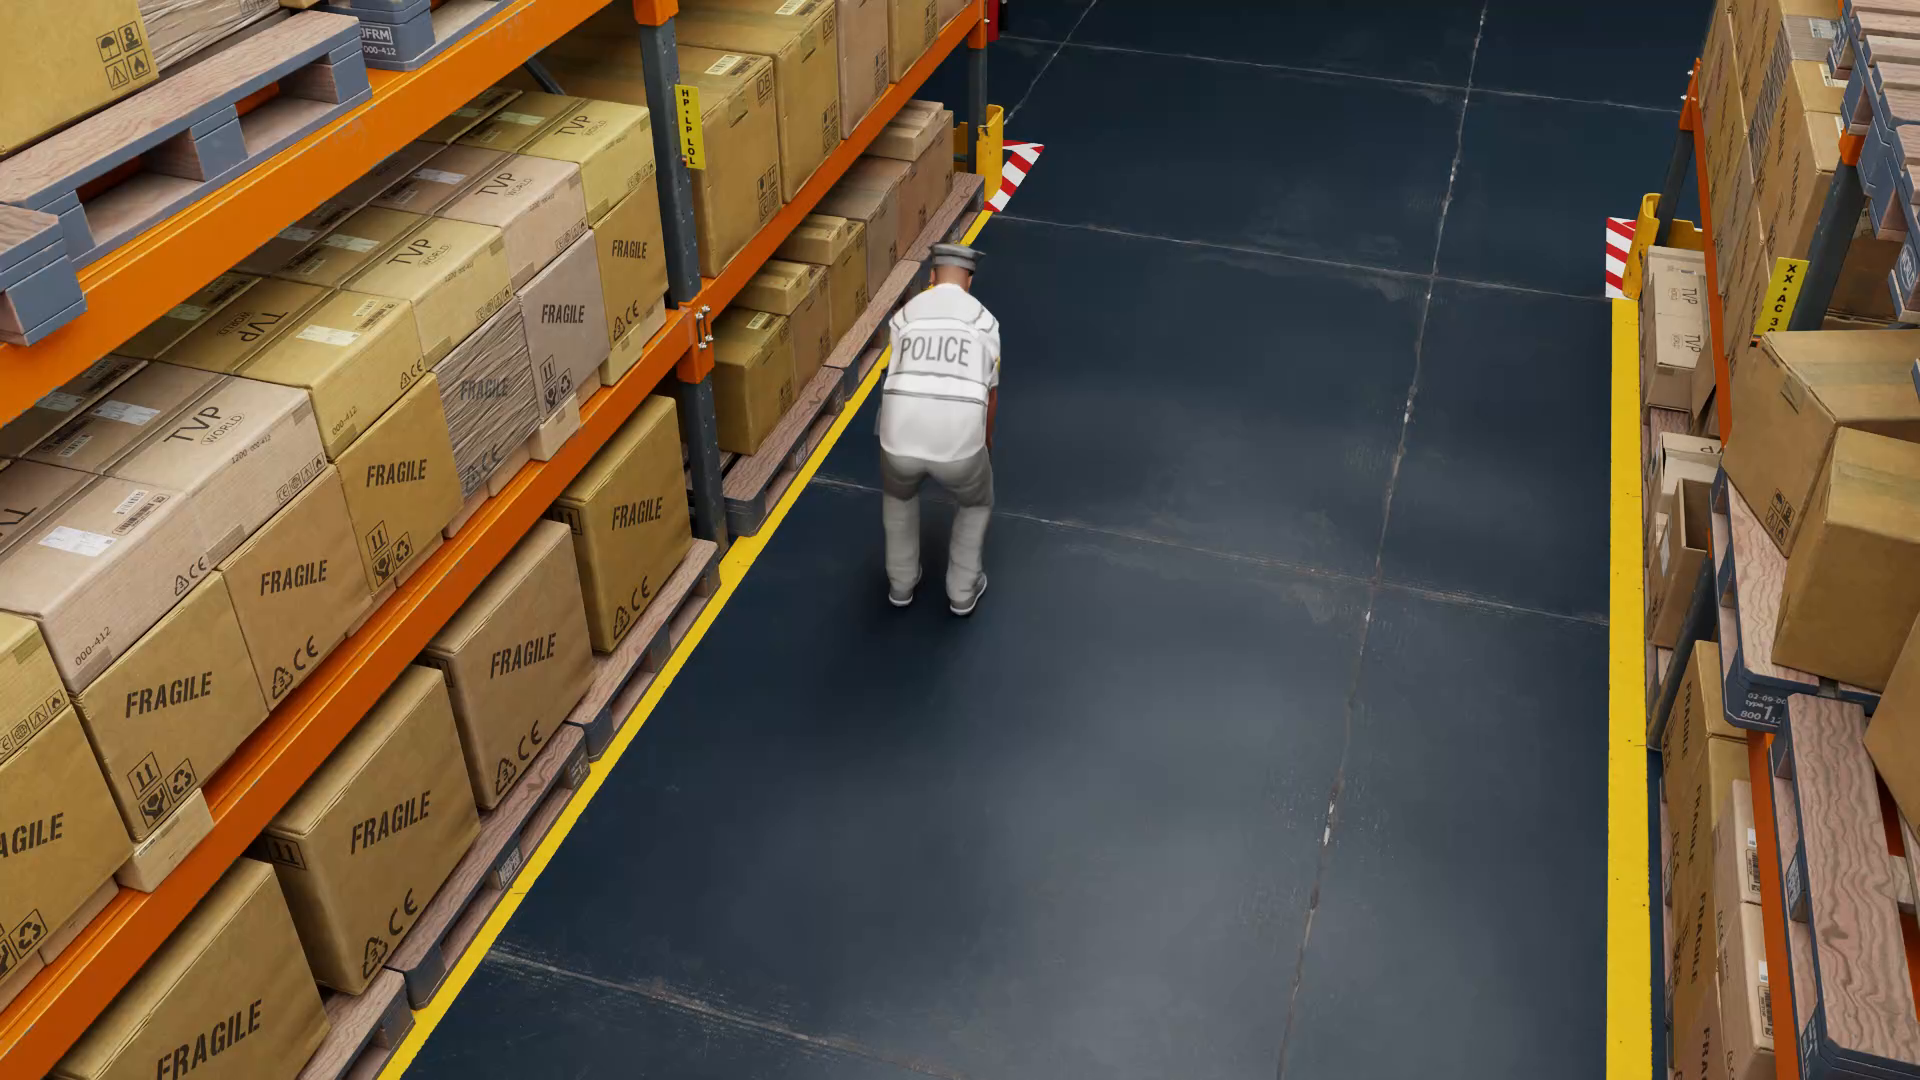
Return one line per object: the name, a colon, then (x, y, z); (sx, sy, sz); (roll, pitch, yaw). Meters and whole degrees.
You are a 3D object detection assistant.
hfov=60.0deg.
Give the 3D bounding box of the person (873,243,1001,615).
person: (-0.068, -0.463, 7.024); (0.485, 1.445, 0.932); (6, 37, 8)
